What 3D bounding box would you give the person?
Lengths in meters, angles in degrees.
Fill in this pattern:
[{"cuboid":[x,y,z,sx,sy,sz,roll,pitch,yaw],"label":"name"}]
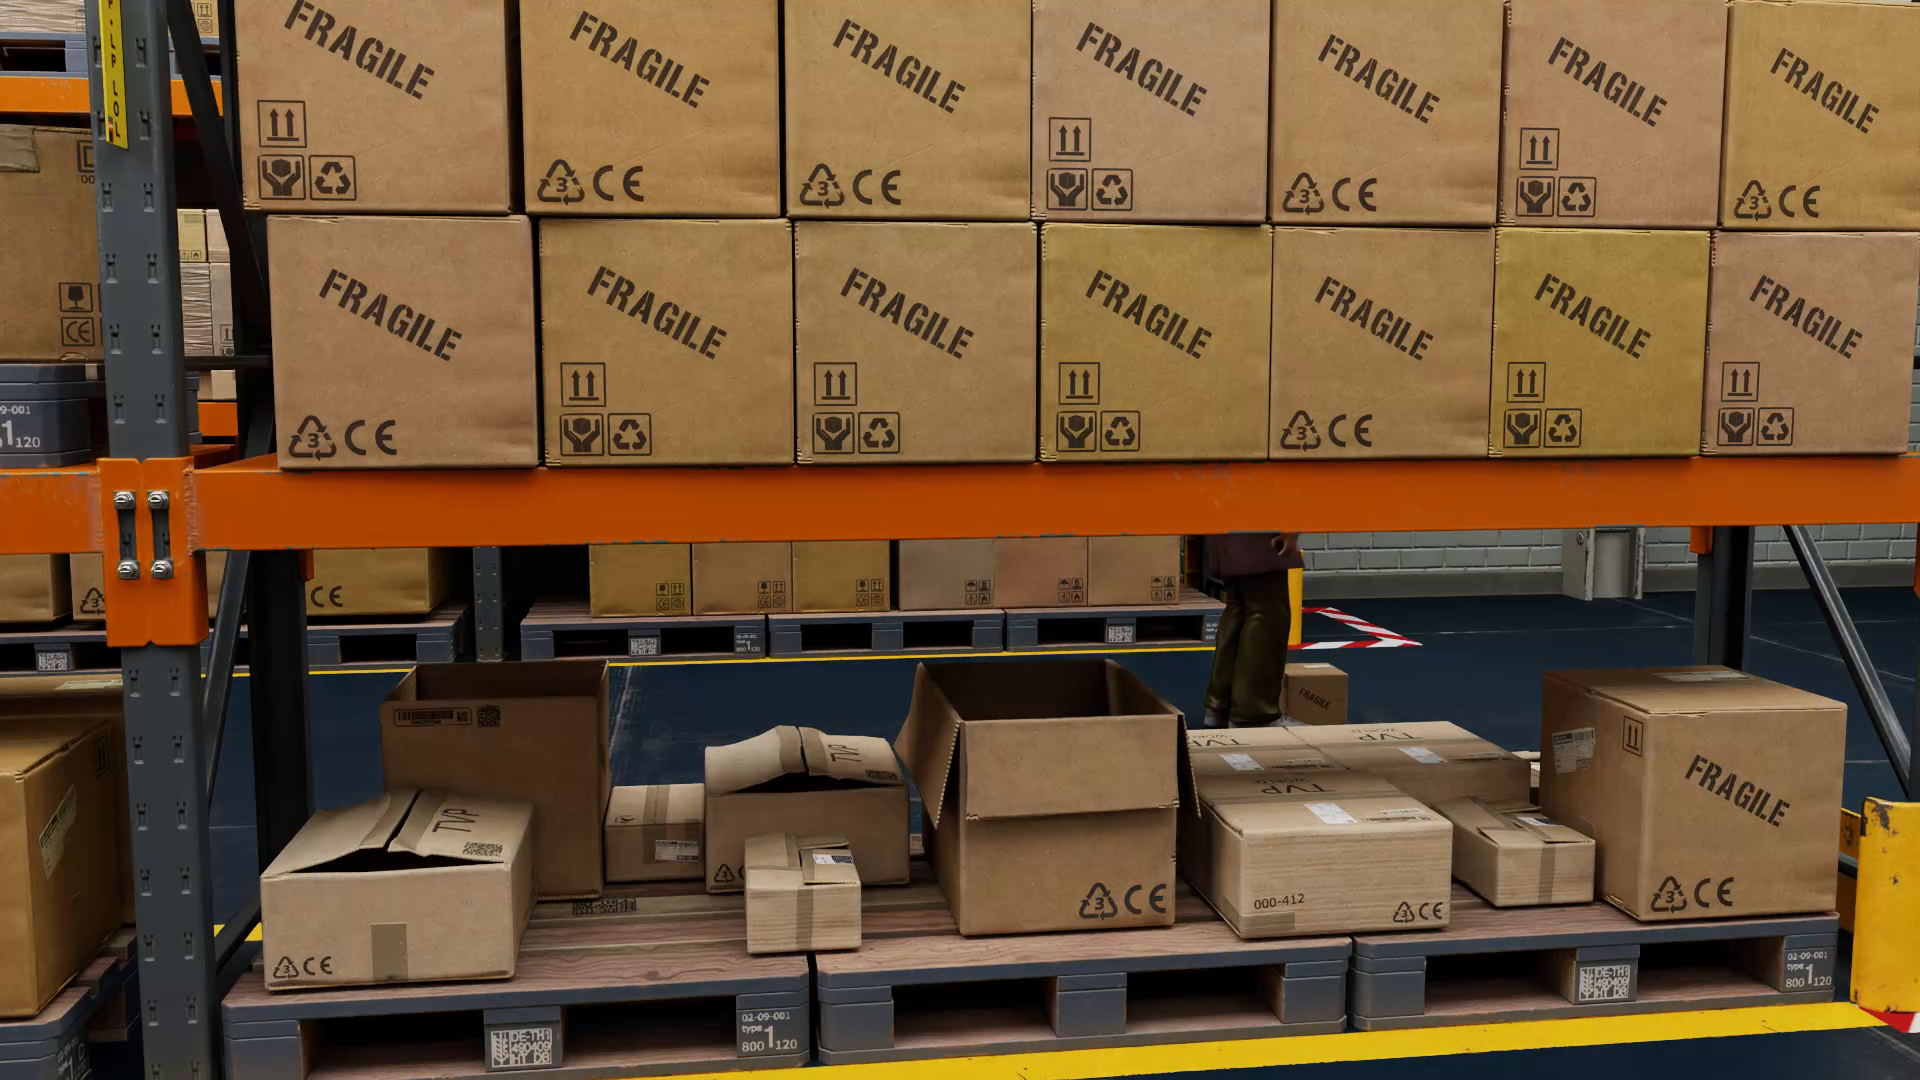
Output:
[{"cuboid":[1.183,-0.045,6.697,0.417,1.659,0.652,-1,6,-10],"label":"person"}]
